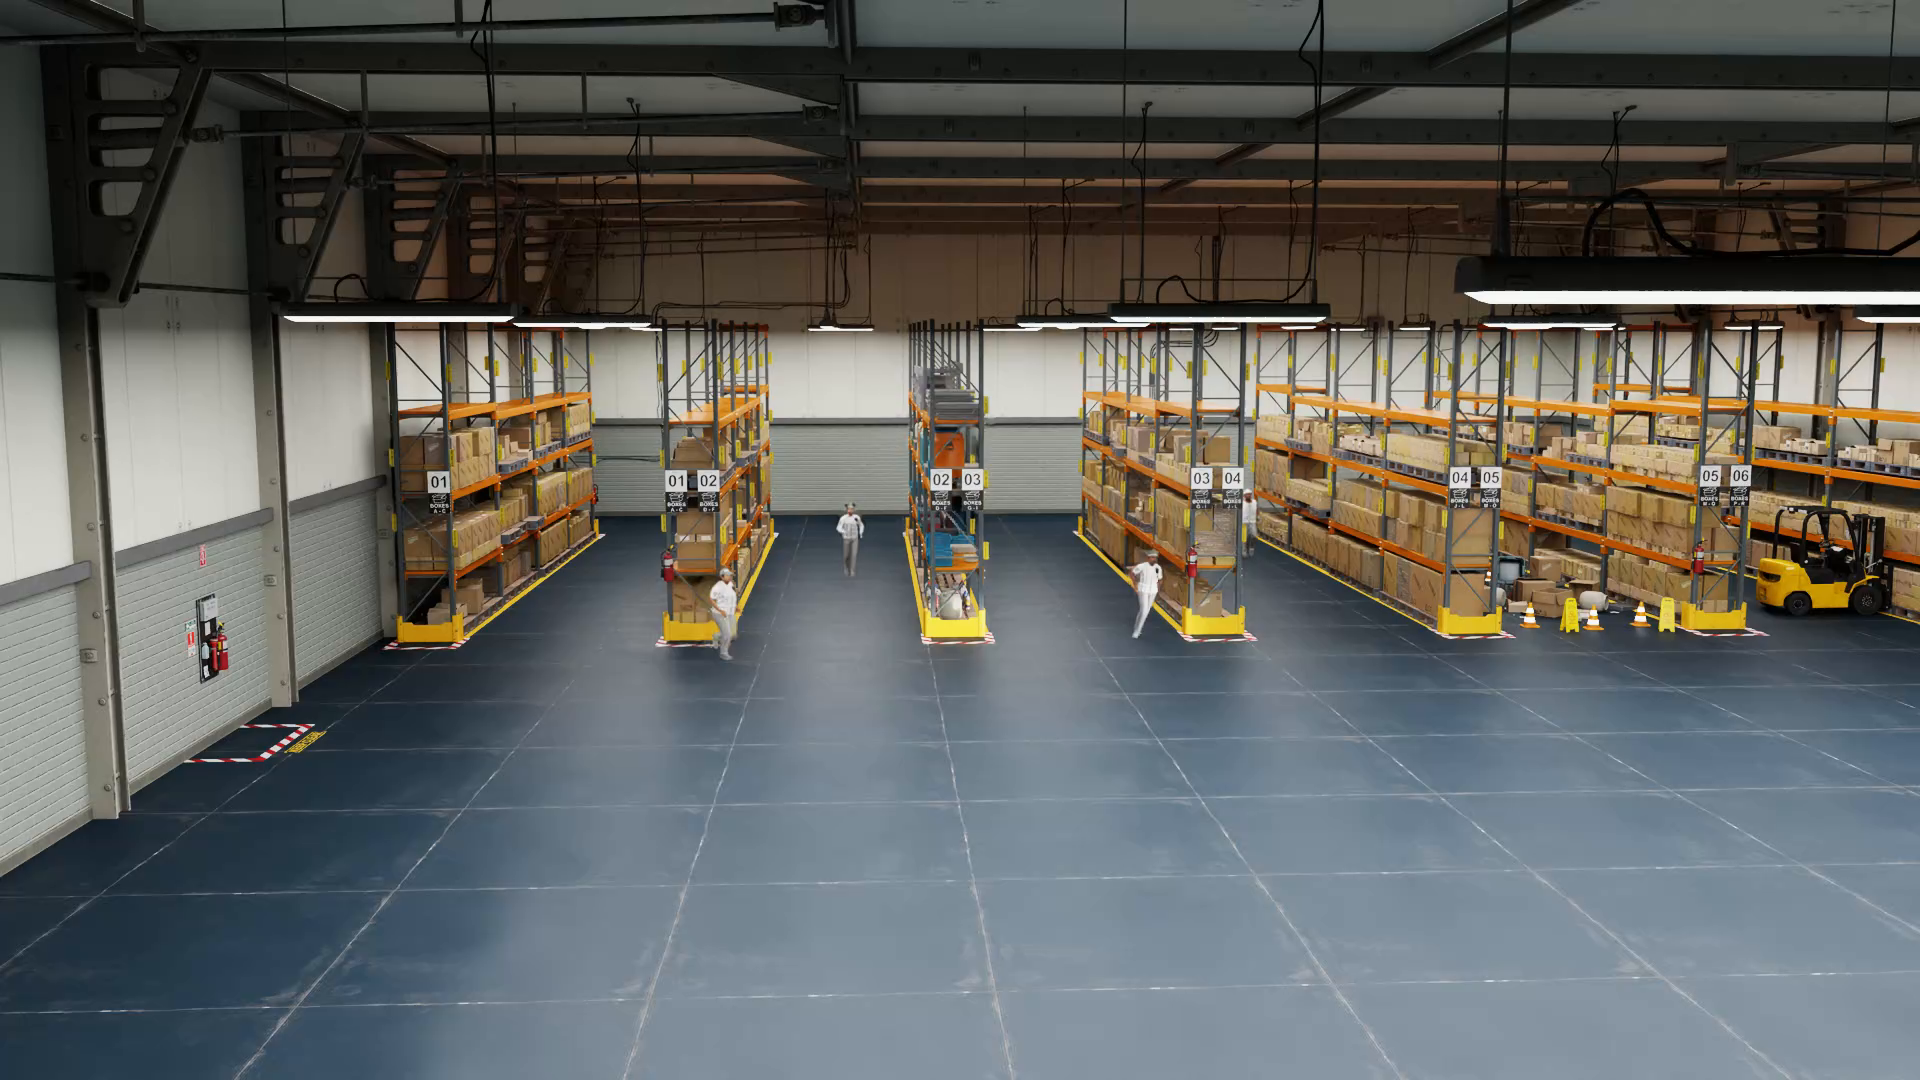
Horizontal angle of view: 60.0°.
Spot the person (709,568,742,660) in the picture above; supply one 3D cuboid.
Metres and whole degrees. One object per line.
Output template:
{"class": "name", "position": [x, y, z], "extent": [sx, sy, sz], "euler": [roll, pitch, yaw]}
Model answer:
{"class": "person", "position": [-4.234, 1.299, 29.496], "extent": [0.568, 1.619, 0.591], "euler": [4, 8, 32]}

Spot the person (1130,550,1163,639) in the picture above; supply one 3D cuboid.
{"class": "person", "position": [3.544, 1.021, 31.569], "extent": [0.625, 1.692, 0.693], "euler": [-2, 7, -17]}

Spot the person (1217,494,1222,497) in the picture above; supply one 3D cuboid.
{"class": "person", "position": [6.546, -0.307, 41.789], "extent": [0.677, 1.830, 0.791], "euler": [0, 7, -2]}

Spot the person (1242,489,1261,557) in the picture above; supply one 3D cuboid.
{"class": "person", "position": [7.409, -0.428, 42.645], "extent": [0.662, 1.748, 0.659], "euler": [0, 7, -3]}

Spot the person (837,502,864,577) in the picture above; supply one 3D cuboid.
{"class": "person", "position": [-2.459, -0.017, 37.573], "extent": [0.625, 1.667, 0.721], "euler": [-1, 7, -9]}
